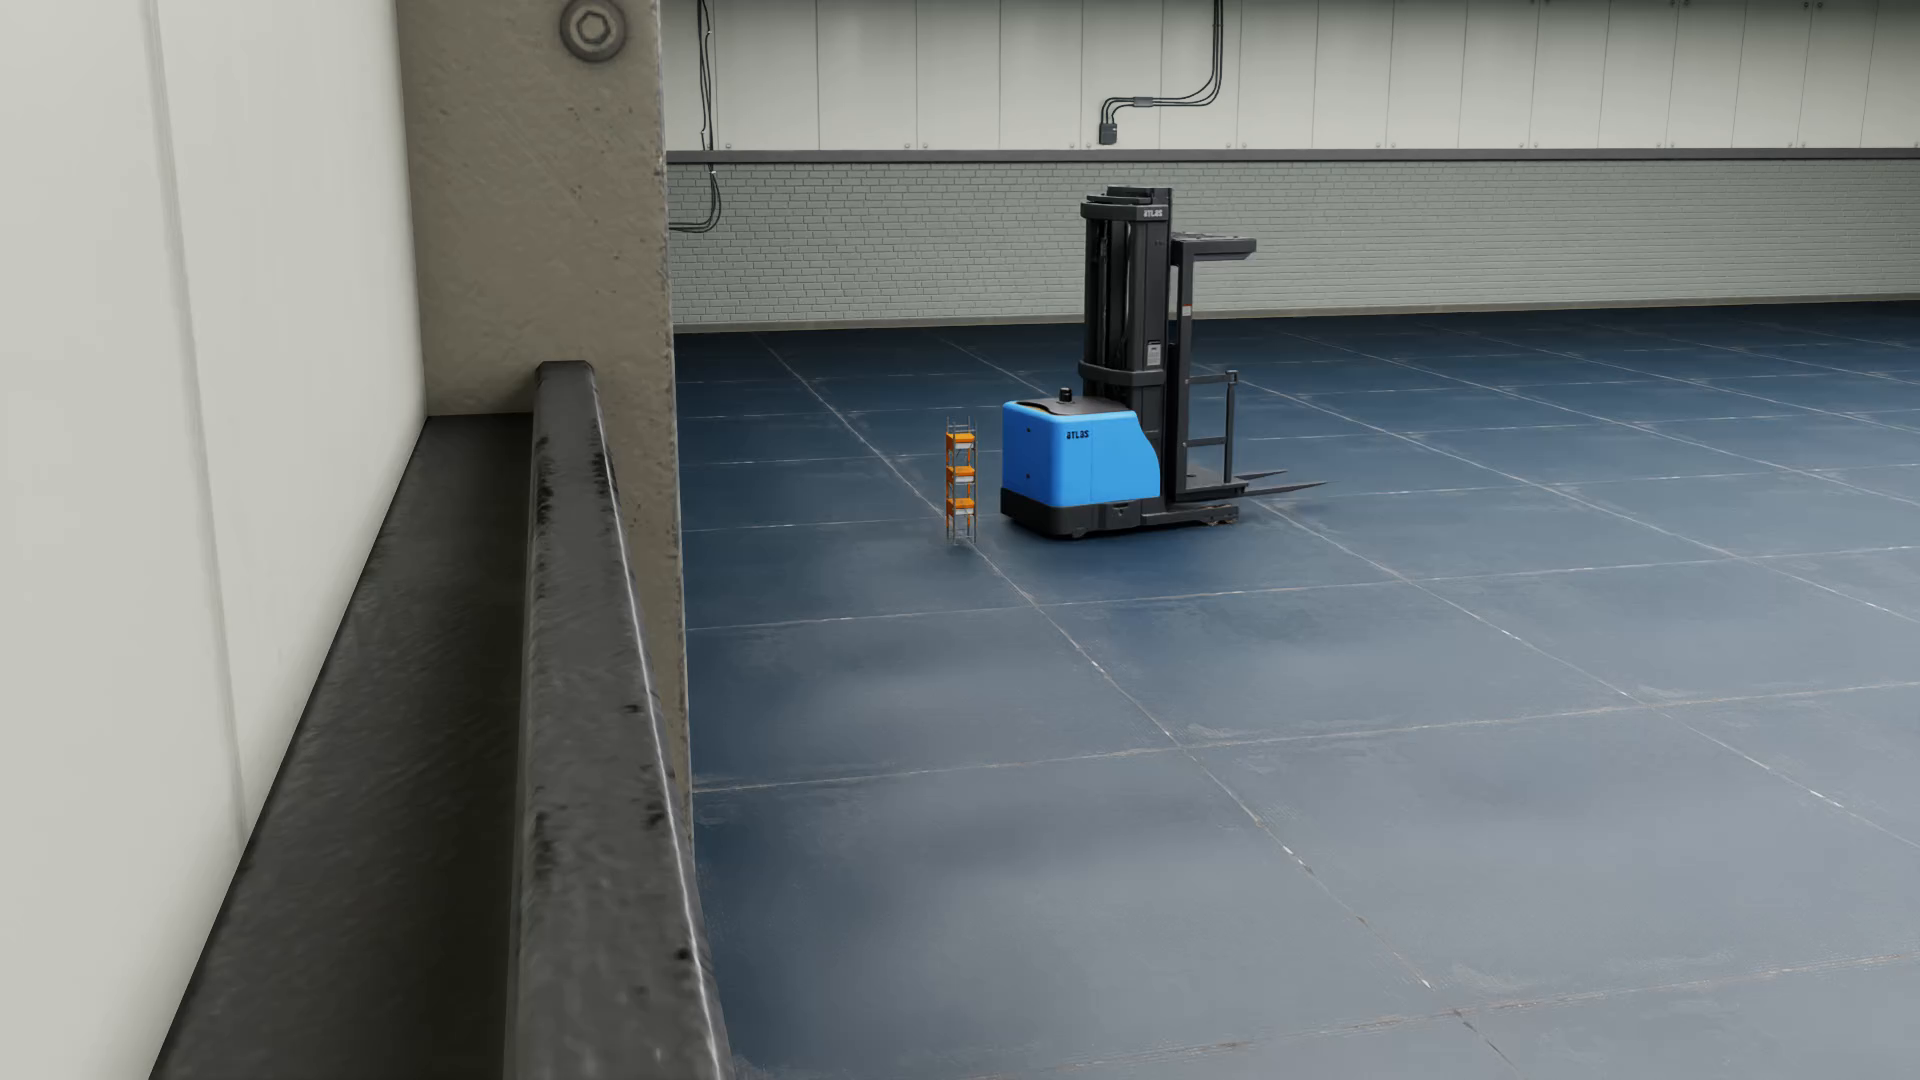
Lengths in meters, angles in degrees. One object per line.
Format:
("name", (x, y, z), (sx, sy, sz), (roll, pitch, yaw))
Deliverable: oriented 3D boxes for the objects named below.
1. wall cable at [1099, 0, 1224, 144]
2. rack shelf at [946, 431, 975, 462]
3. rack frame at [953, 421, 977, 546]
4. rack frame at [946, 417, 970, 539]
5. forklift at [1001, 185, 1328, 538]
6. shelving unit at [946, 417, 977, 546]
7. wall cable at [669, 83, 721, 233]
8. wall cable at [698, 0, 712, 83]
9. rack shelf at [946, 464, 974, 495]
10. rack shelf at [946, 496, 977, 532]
("wall cable", (3.635, -10.093, 29.391), (2.305, 6.003, 0.169), (-3, 14, -13))
("rack shelf", (0.013, -0.763, 13.965), (0.215, 0.259, 0.240), (-3, 14, -13))
("rack frame", (0.041, -0.470, 13.914), (0.200, 1.050, 0.008), (-3, 14, -13))
("rack frame", (-0.016, -0.526, 14.145), (0.200, 1.050, 0.008), (-3, 14, -13))
("forklift", (1.919, -1.657, 14.811), (3.031, 2.935, 1.130), (-7, 15, -25))
("shelving unit", (0.013, -0.498, 14.030), (0.215, 1.050, 0.252), (-3, 14, -13))
("wall cable", (-5.597, -6.407, 28.013), (3.097, 2.526, 0.112), (-3, 14, -13))
("wall cable", (-2.967, -9.012, 28.030), (3.097, 2.526, 0.112), (-3, 14, -13))
("rack shelf", (0.013, -0.487, 14.032), (0.215, 0.259, 0.240), (-3, 14, -13))
("rack shelf", (0.013, -0.217, 14.098), (0.215, 0.259, 0.240), (-3, 14, -13))
